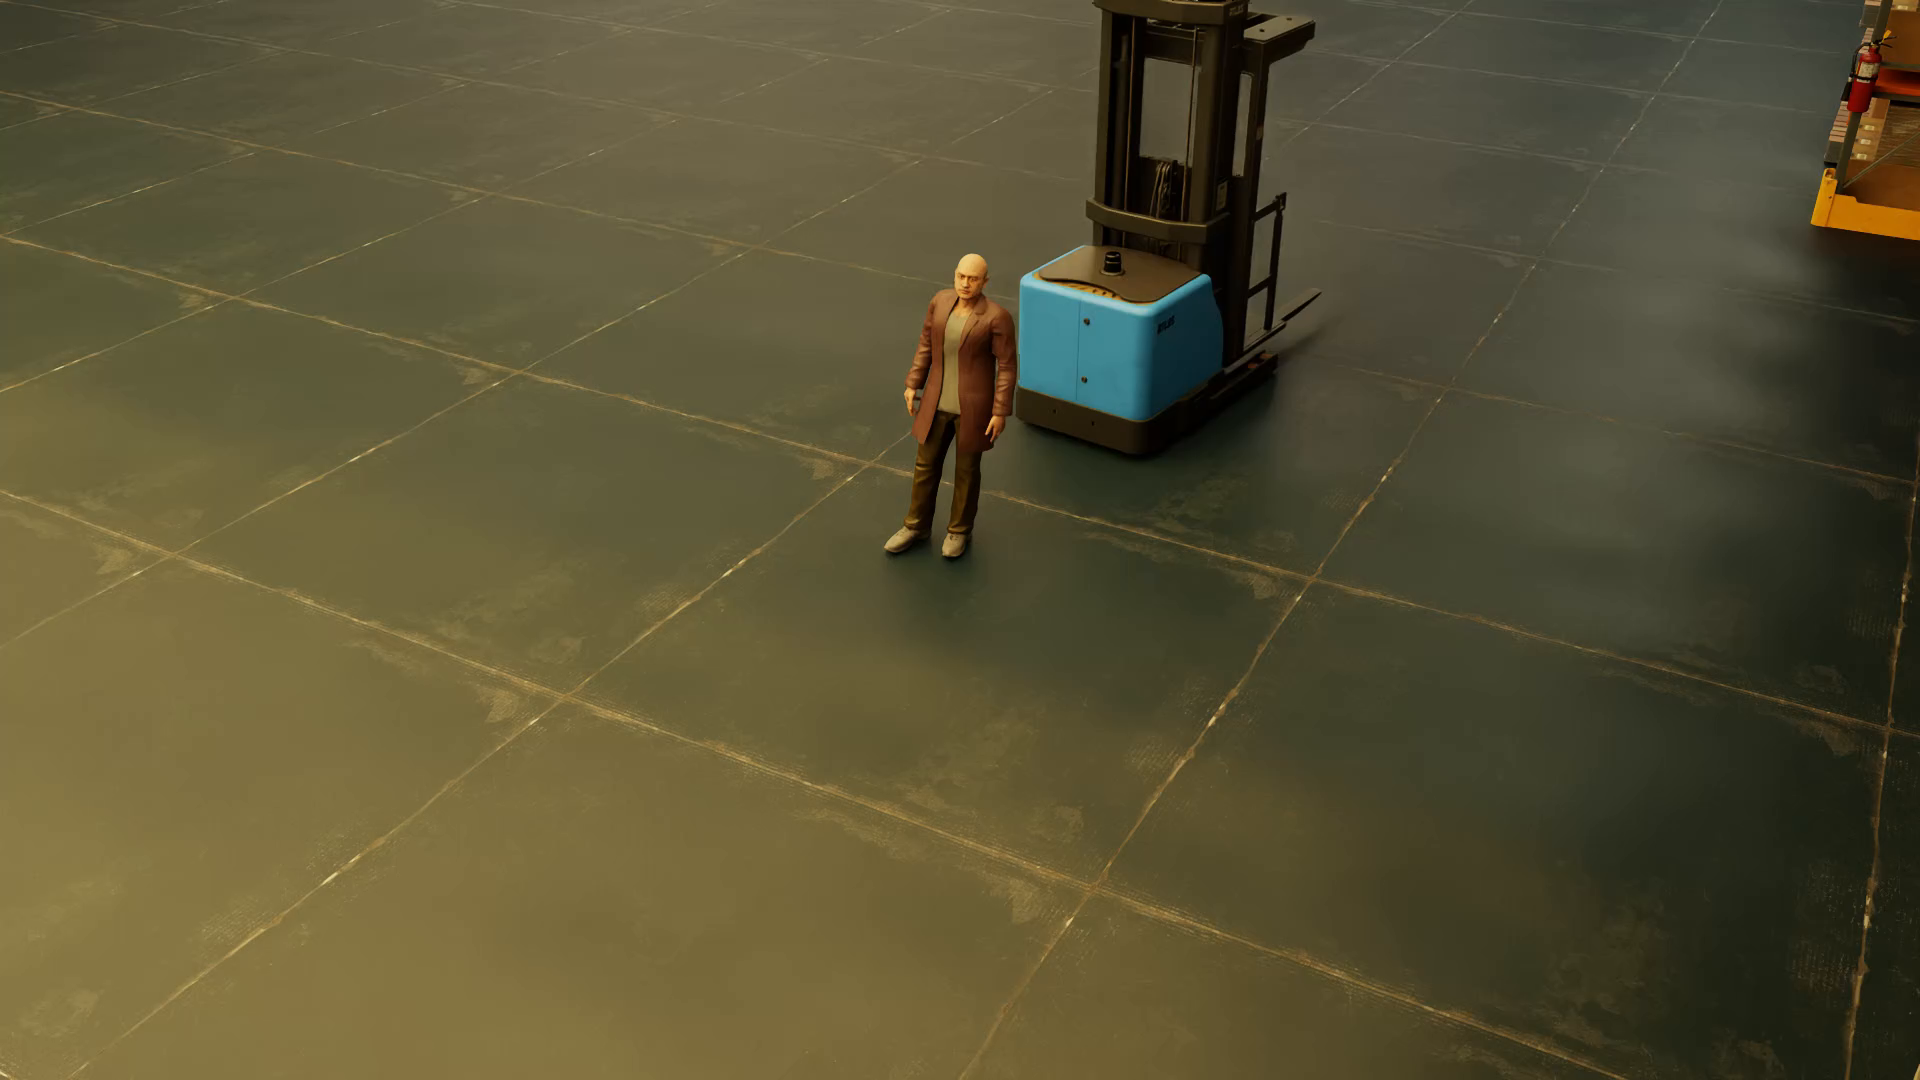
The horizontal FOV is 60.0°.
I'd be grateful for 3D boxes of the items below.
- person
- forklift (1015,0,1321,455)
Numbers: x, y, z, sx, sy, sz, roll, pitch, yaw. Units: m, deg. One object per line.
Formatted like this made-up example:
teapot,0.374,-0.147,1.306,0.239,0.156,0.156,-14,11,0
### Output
person,-0.048,-0.737,9.487,0.696,1.778,0.579,15,33,25
forklift,1.648,-2.506,11.413,1.130,2.935,3.031,20,36,31
